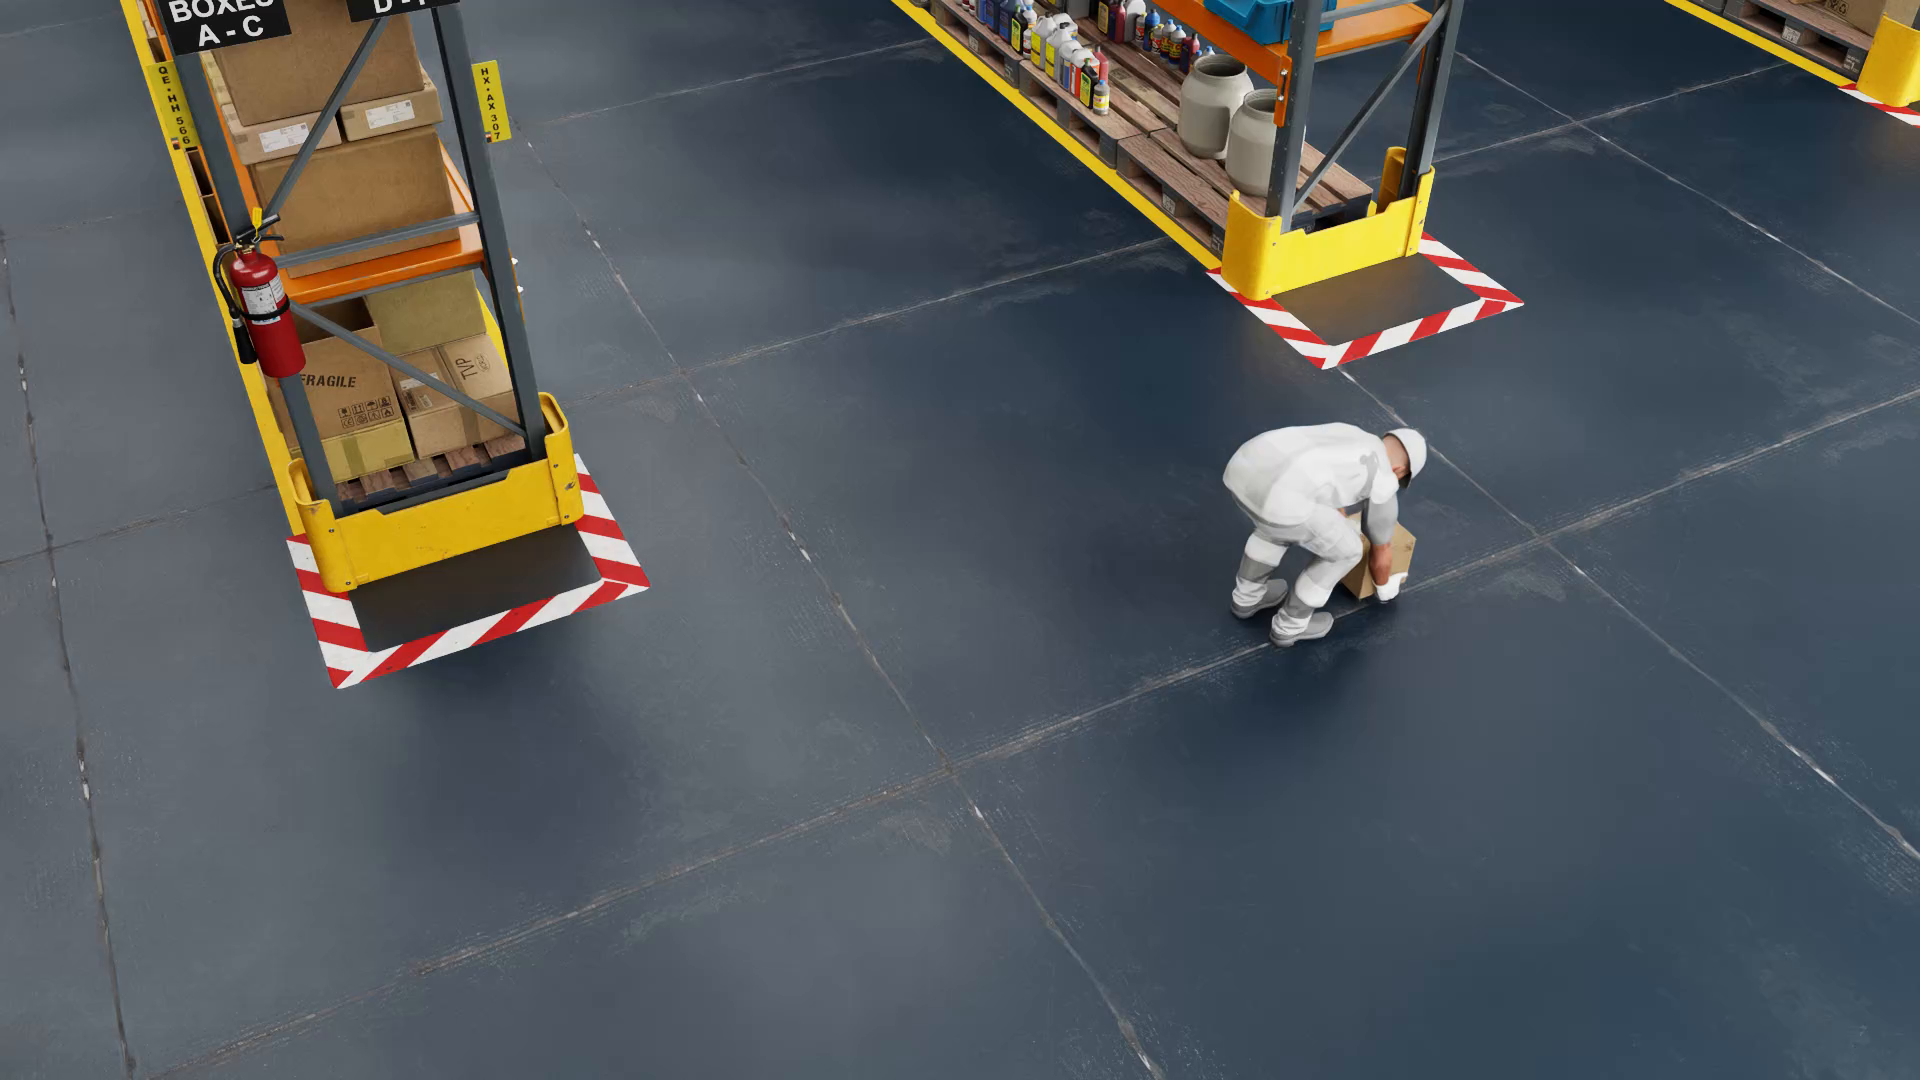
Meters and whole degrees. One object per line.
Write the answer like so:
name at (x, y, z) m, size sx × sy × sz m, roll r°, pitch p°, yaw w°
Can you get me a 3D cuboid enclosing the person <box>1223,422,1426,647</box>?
person at (1.494, -0.089, 6.843) m, size 0.950 × 0.997 × 0.524 m, roll -21°, pitch 45°, yaw -22°
